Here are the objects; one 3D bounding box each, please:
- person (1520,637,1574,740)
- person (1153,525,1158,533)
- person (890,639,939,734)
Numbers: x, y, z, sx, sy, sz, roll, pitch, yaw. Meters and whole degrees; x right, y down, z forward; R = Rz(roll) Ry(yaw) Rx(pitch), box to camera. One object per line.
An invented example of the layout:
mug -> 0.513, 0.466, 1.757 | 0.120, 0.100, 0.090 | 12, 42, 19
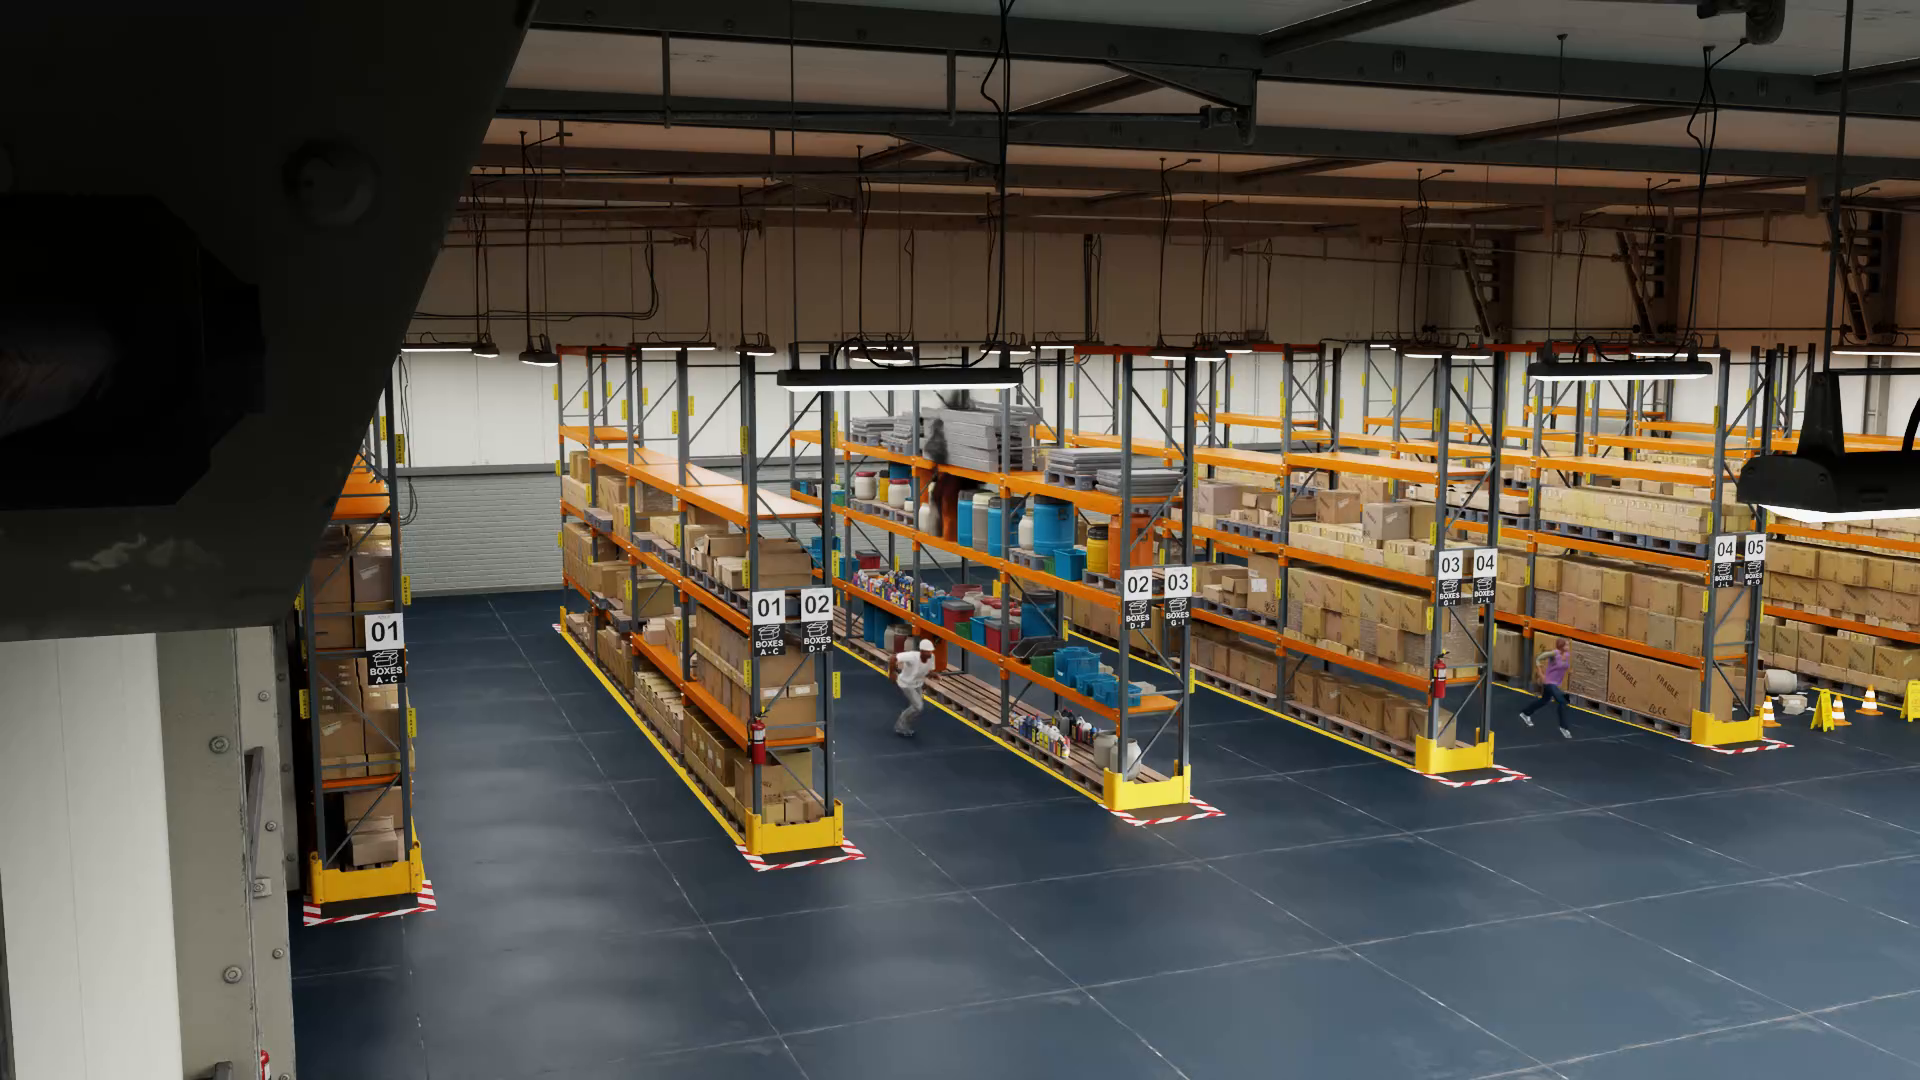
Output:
person -> 9.191, 2.265, 25.976 | 0.538, 1.595, 0.939 | -6, 9, -40
person -> 4.657, 0.344, 40.641 | 0.636, 1.657, 0.564 | 5, 9, 37
person -> -0.728, 2.282, 25.696 | 0.739, 1.578, 0.891 | -7, 10, -44
